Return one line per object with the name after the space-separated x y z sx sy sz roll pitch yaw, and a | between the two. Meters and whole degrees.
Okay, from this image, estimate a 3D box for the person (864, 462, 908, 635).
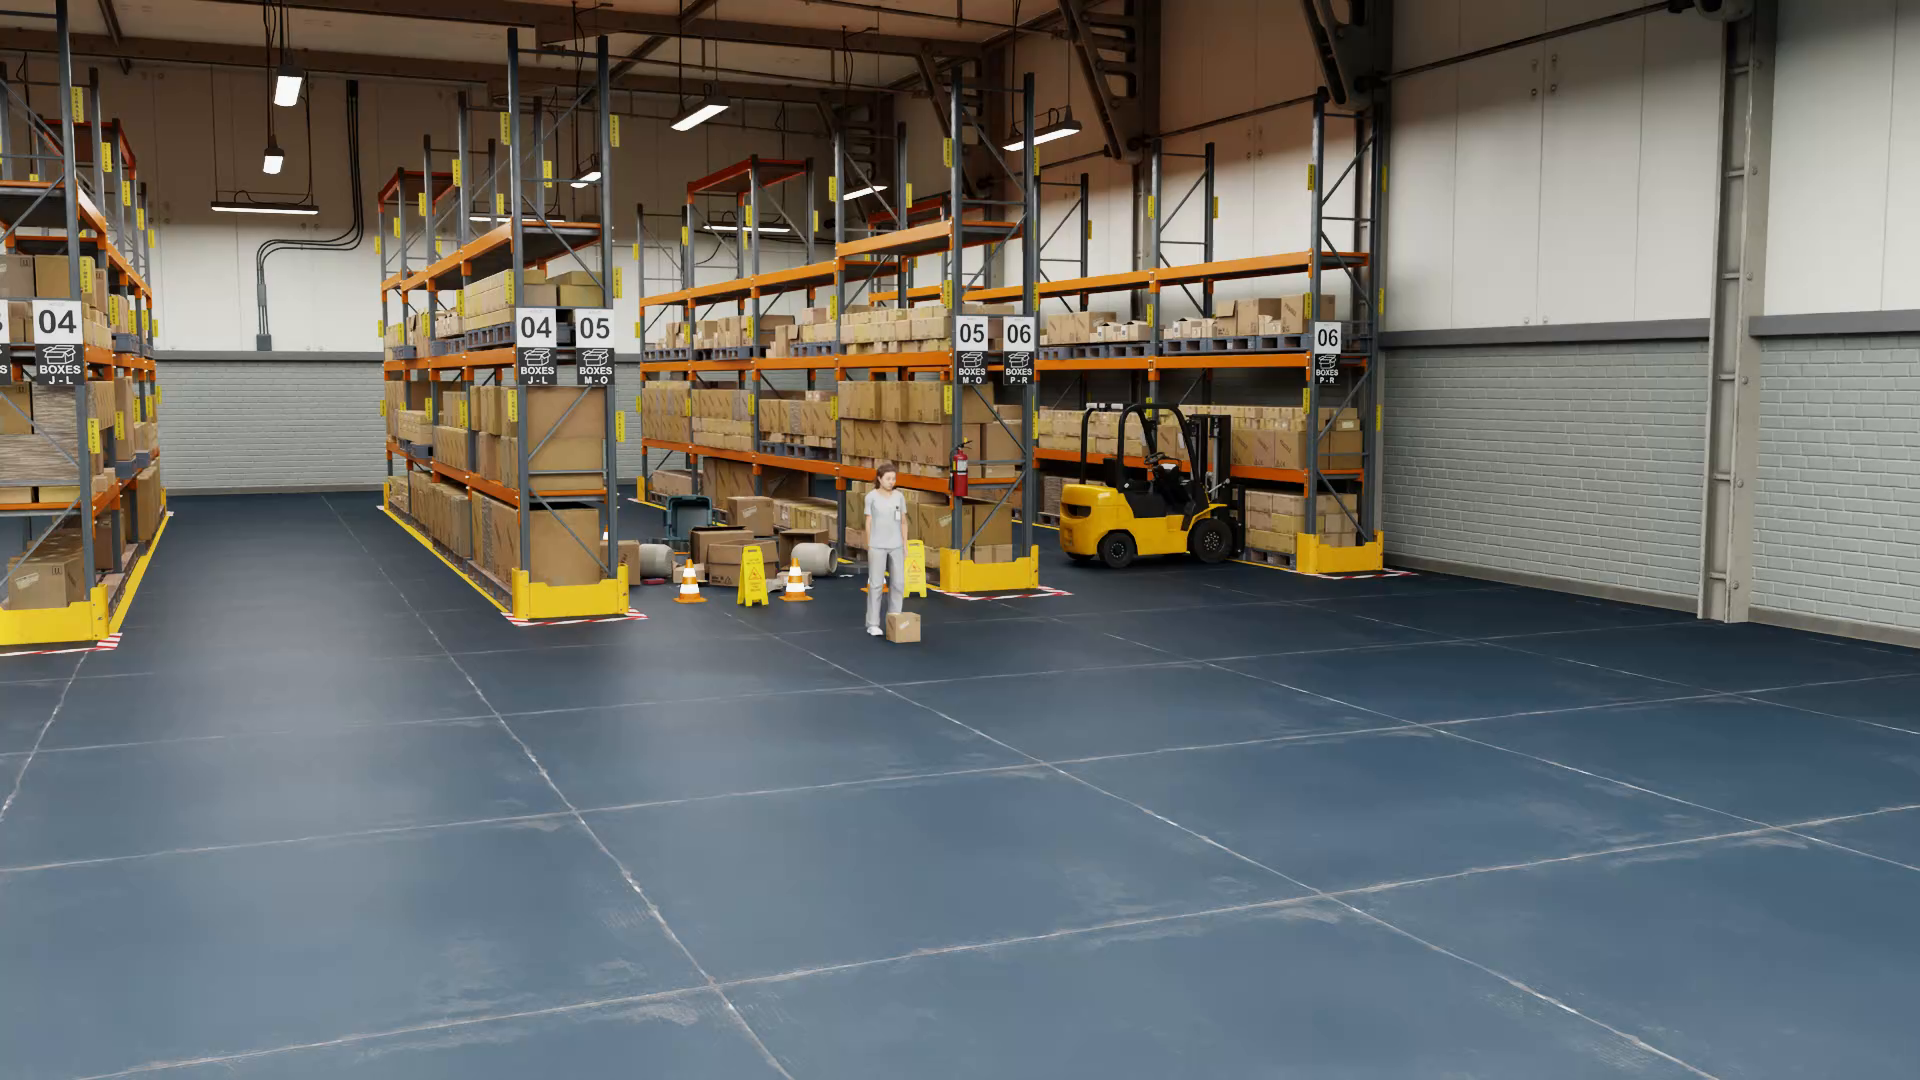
-0.714 0.085 16.163 0.441 1.663 0.349 -2 6 -23 | person
